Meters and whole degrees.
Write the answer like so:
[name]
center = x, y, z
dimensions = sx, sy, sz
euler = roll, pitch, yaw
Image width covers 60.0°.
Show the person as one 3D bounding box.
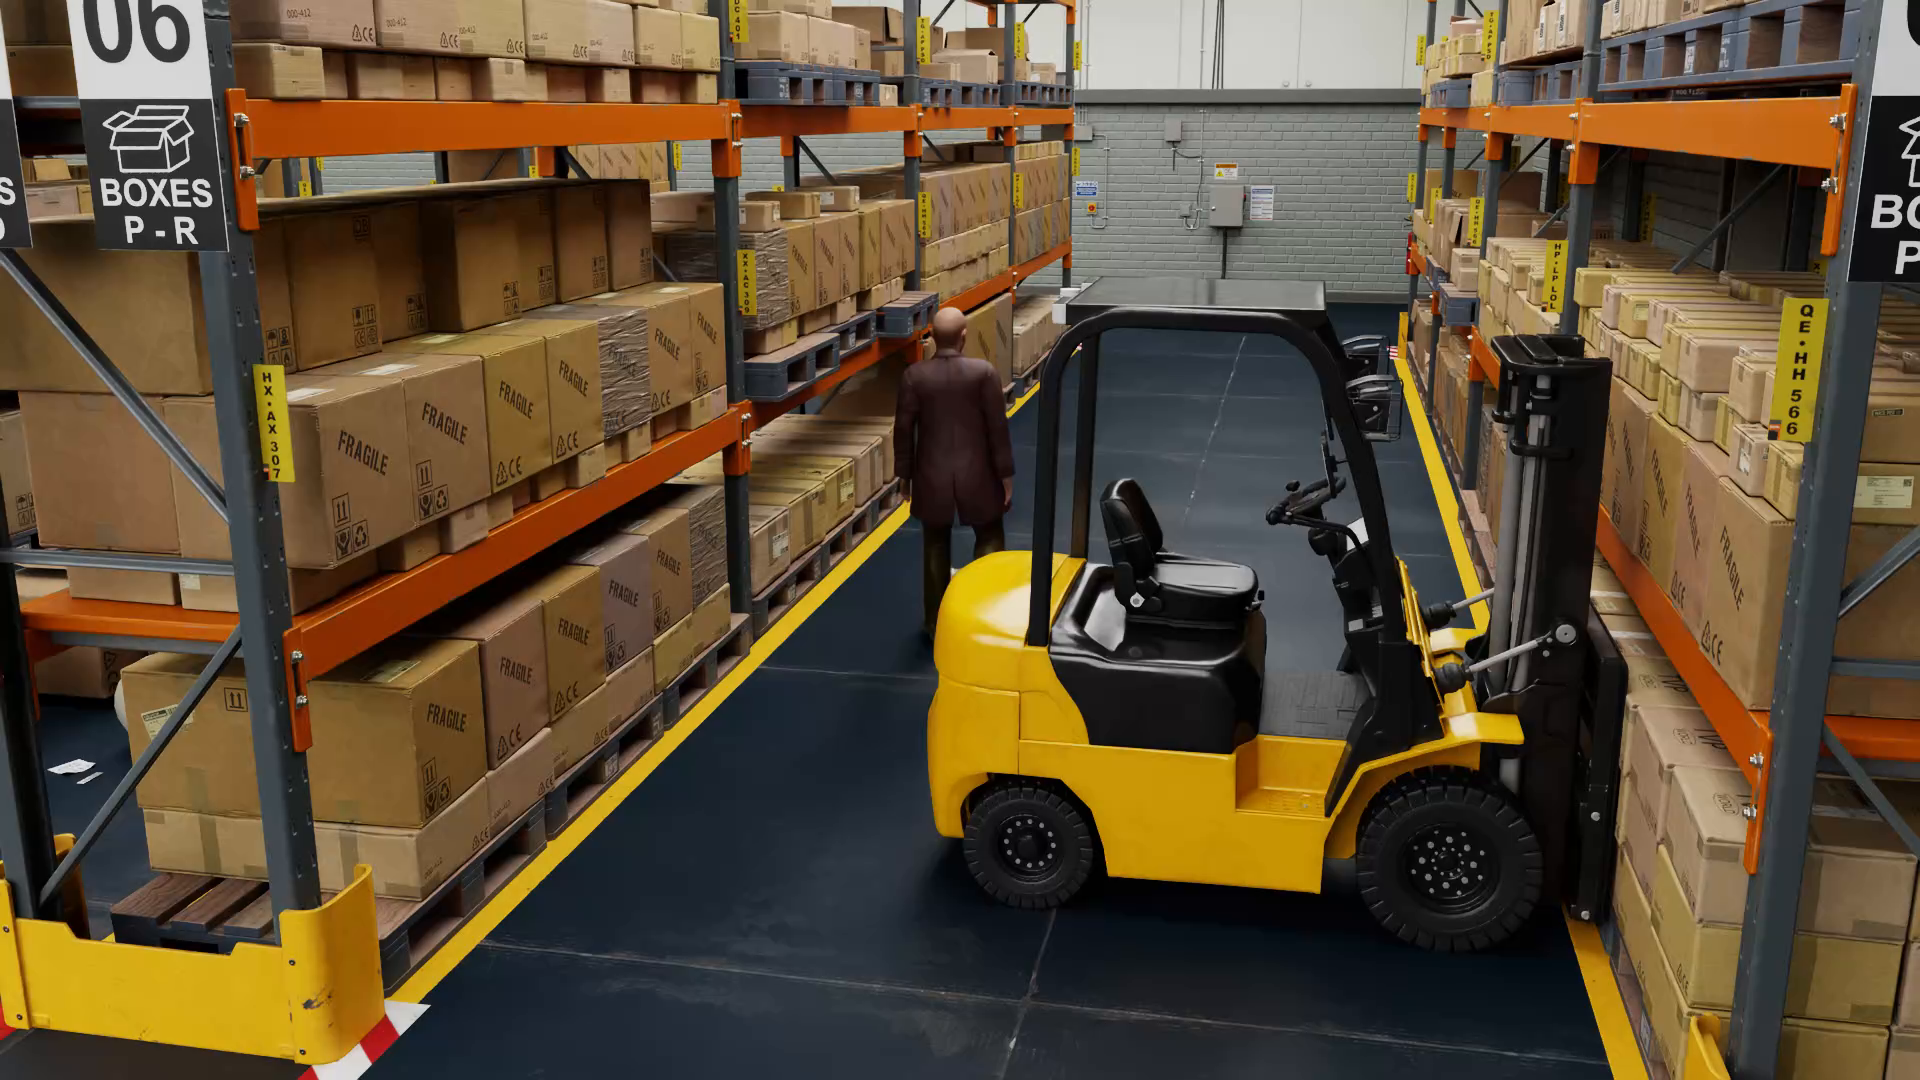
[person]
center = -0.028, -0.322, 8.706
dimensions = 0.640, 1.798, 0.571
euler = 1, 14, 3
